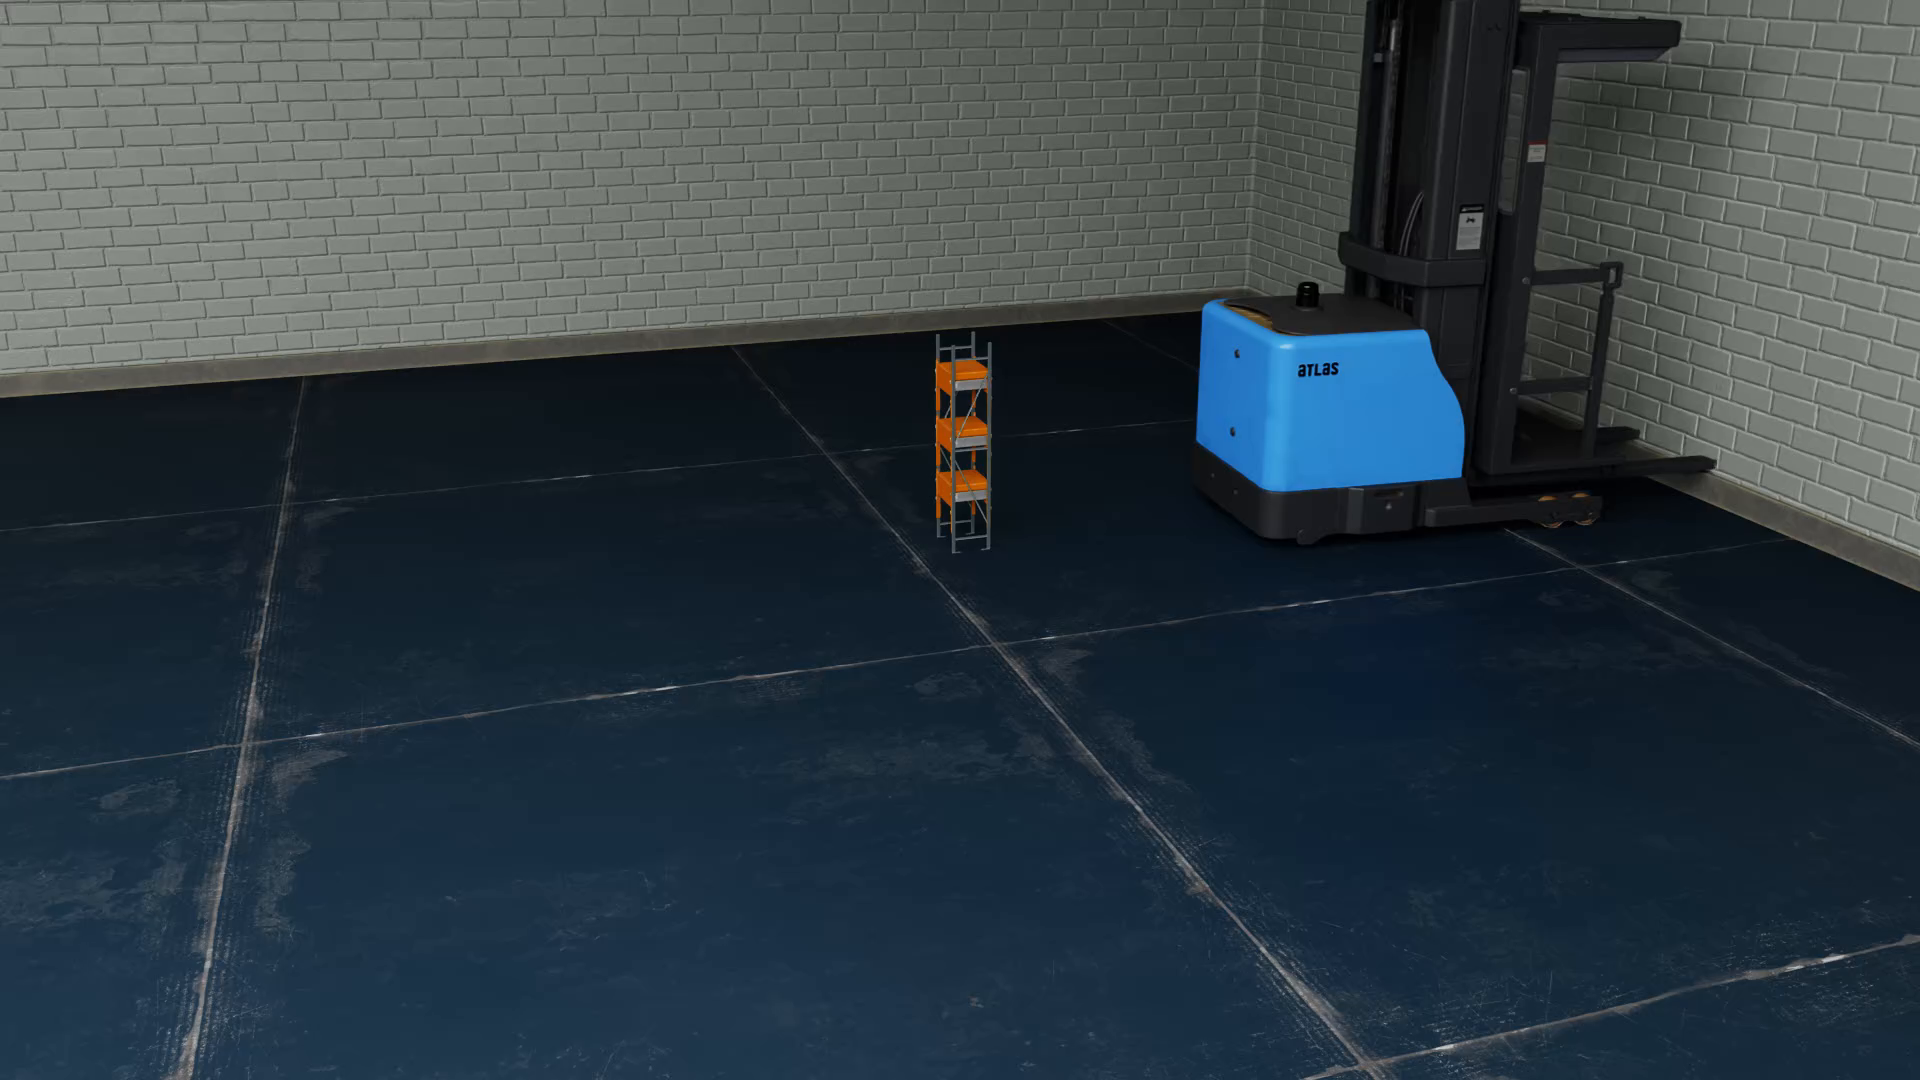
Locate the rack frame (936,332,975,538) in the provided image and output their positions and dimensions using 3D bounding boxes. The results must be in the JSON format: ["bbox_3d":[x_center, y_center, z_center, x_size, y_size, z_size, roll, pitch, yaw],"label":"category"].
[{"bbox_3d":[-0.022,-0.516,8.300,0.200,1.050,0.008,-6,21,-17],"label":"rack frame"}]

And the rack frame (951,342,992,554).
[{"bbox_3d":[0.055,-0.438,8.082,0.200,1.050,0.008,-6,21,-17],"label":"rack frame"}]

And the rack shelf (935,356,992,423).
[{"bbox_3d":[0.017,-0.734,8.099,0.215,0.259,0.240,-6,21,-17],"label":"rack shelf"}]

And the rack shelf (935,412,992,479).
[{"bbox_3d":[0.017,-0.467,8.195,0.215,0.259,0.240,-6,21,-17],"label":"rack shelf"}]

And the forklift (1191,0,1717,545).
[{"bbox_3d":[2.836,-1.606,8.552,3.031,2.935,1.130,-5,20,-14],"label":"forklift"}]

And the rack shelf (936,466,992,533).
[{"bbox_3d":[0.017,-0.205,8.289,0.215,0.259,0.240,-6,21,-17],"label":"rack shelf"}]

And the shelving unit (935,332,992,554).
[{"bbox_3d":[0.017,-0.477,8.191,0.215,1.050,0.252,-6,21,-17],"label":"shelving unit"}]
